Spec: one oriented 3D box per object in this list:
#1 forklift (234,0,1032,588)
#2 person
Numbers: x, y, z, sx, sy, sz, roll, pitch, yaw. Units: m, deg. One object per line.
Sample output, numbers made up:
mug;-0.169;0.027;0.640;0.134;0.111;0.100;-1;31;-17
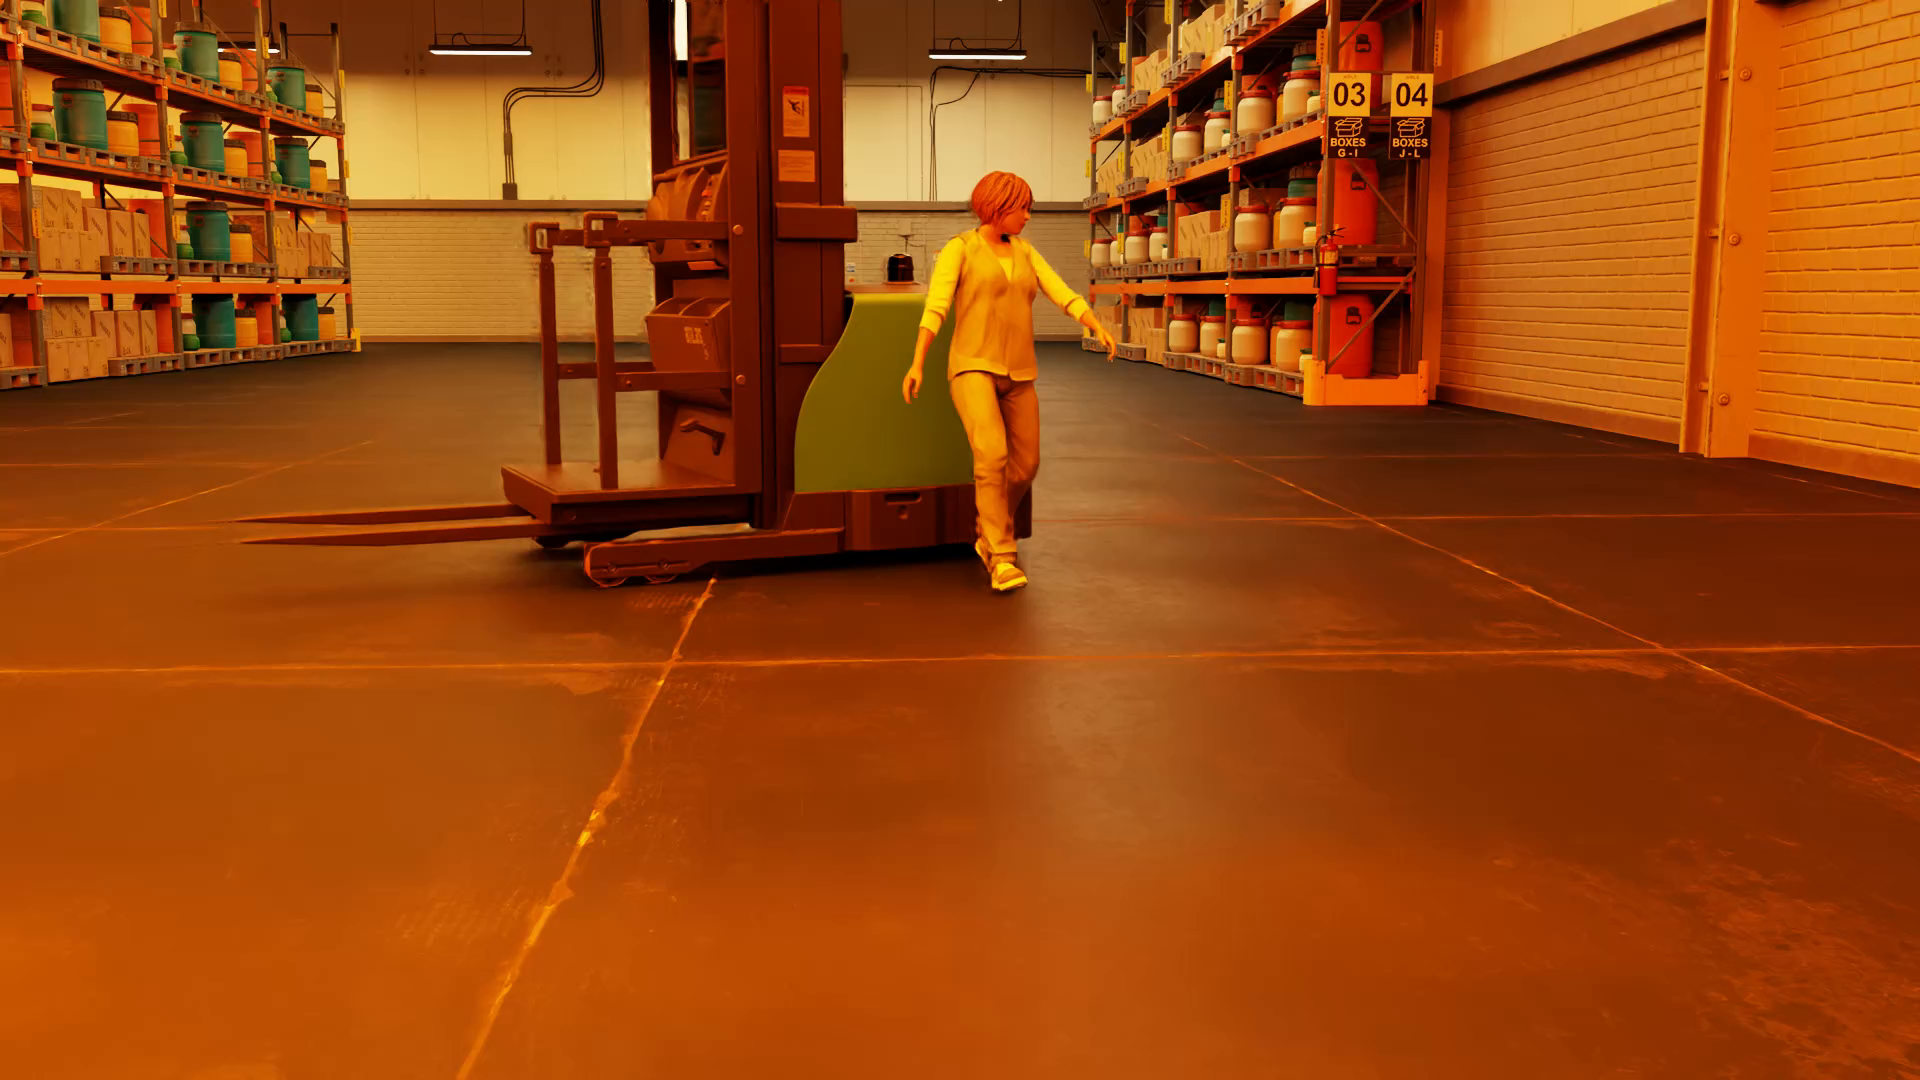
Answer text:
forklift;-1.261;-1.362;6.506;3.031;2.935;1.130;-4;9;-25
person;0.106;-0.559;6.157;0.698;1.604;0.800;-5;10;-30
